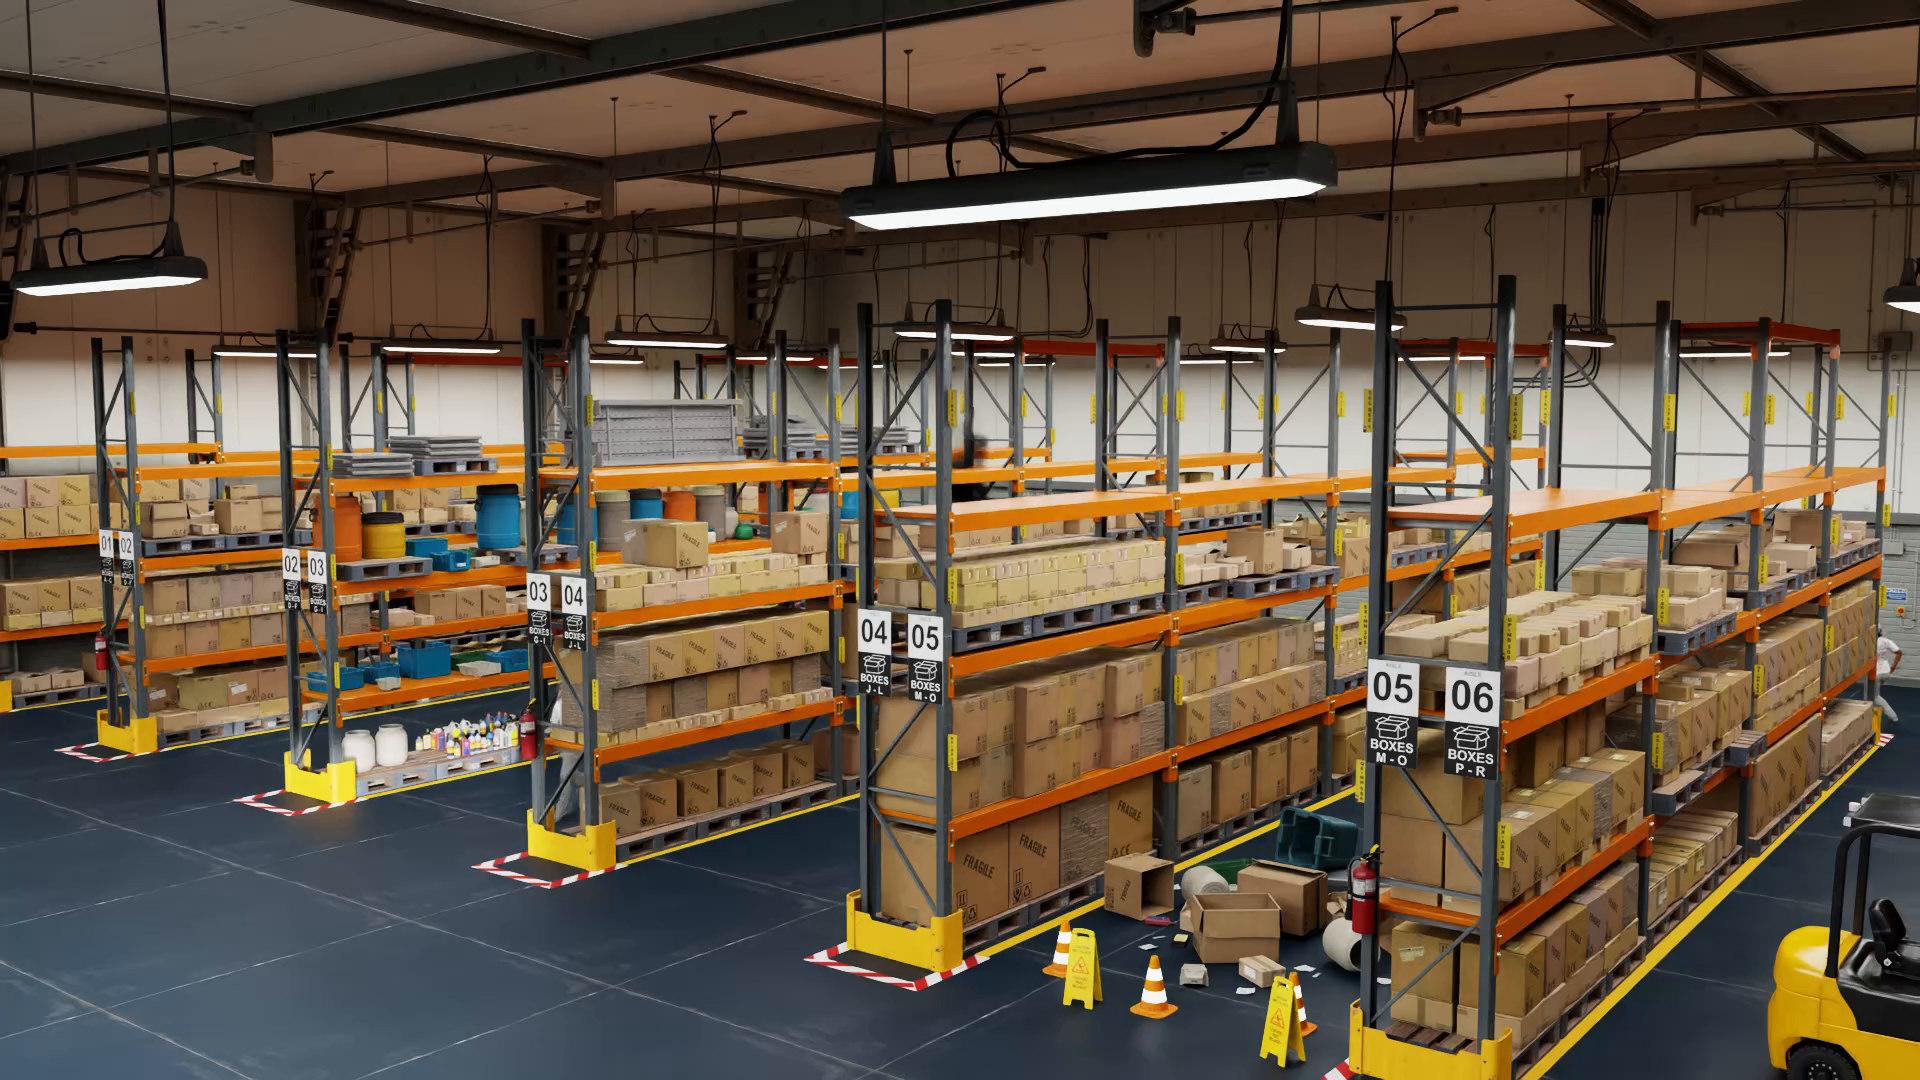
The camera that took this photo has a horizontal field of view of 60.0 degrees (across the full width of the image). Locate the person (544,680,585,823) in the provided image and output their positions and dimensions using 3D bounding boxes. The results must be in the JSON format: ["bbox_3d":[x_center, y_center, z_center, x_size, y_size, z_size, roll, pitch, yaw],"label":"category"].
[{"bbox_3d":[-4.769,2.536,20.386,0.622,1.730,0.838,4,6,37],"label":"person"}]

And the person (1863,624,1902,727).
[{"bbox_3d":[14.161,2.097,25.821,0.623,1.646,0.869,-2,5,-19],"label":"person"}]
